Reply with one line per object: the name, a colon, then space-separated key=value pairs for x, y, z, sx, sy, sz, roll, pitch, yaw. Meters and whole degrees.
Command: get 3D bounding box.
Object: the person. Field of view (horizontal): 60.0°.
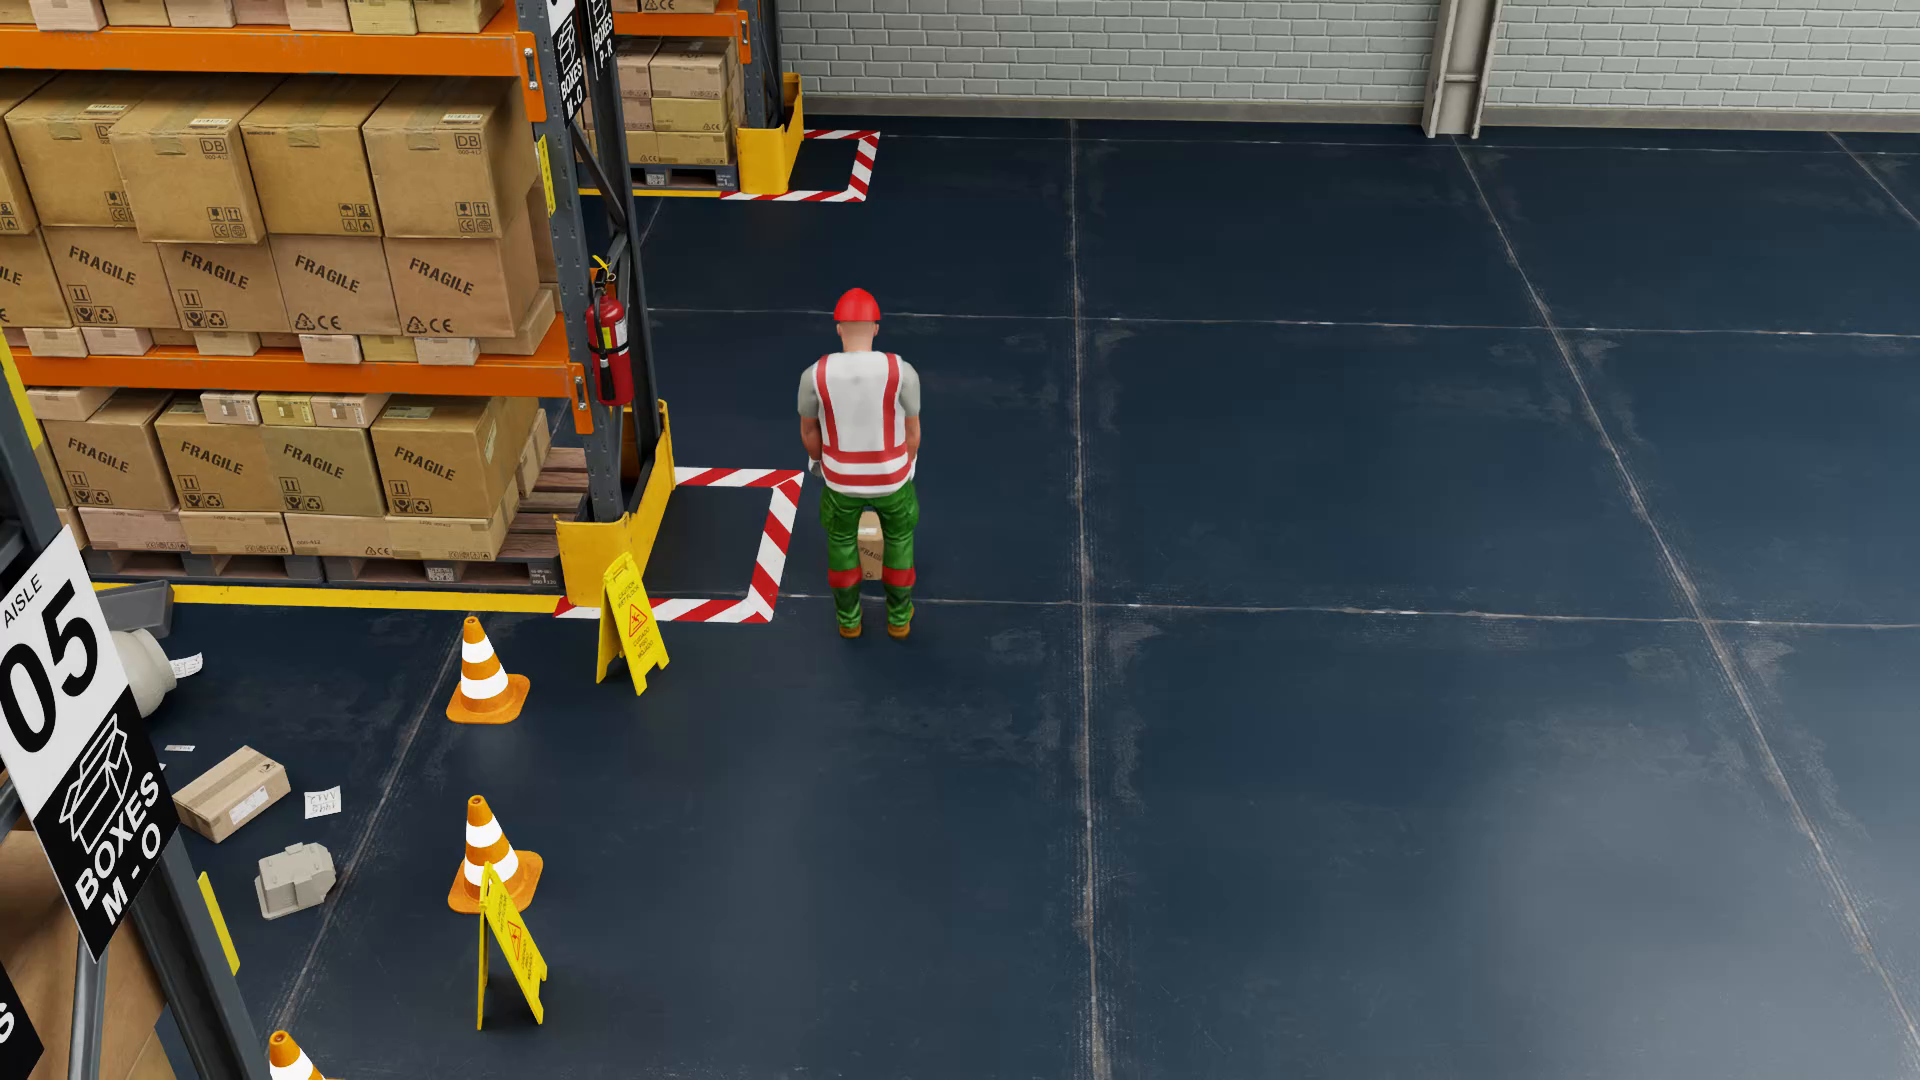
person: x=-0.445 y=-0.318 z=7.586 sx=0.541 sy=1.744 sz=0.443 roll=0 pitch=35 yaw=1
